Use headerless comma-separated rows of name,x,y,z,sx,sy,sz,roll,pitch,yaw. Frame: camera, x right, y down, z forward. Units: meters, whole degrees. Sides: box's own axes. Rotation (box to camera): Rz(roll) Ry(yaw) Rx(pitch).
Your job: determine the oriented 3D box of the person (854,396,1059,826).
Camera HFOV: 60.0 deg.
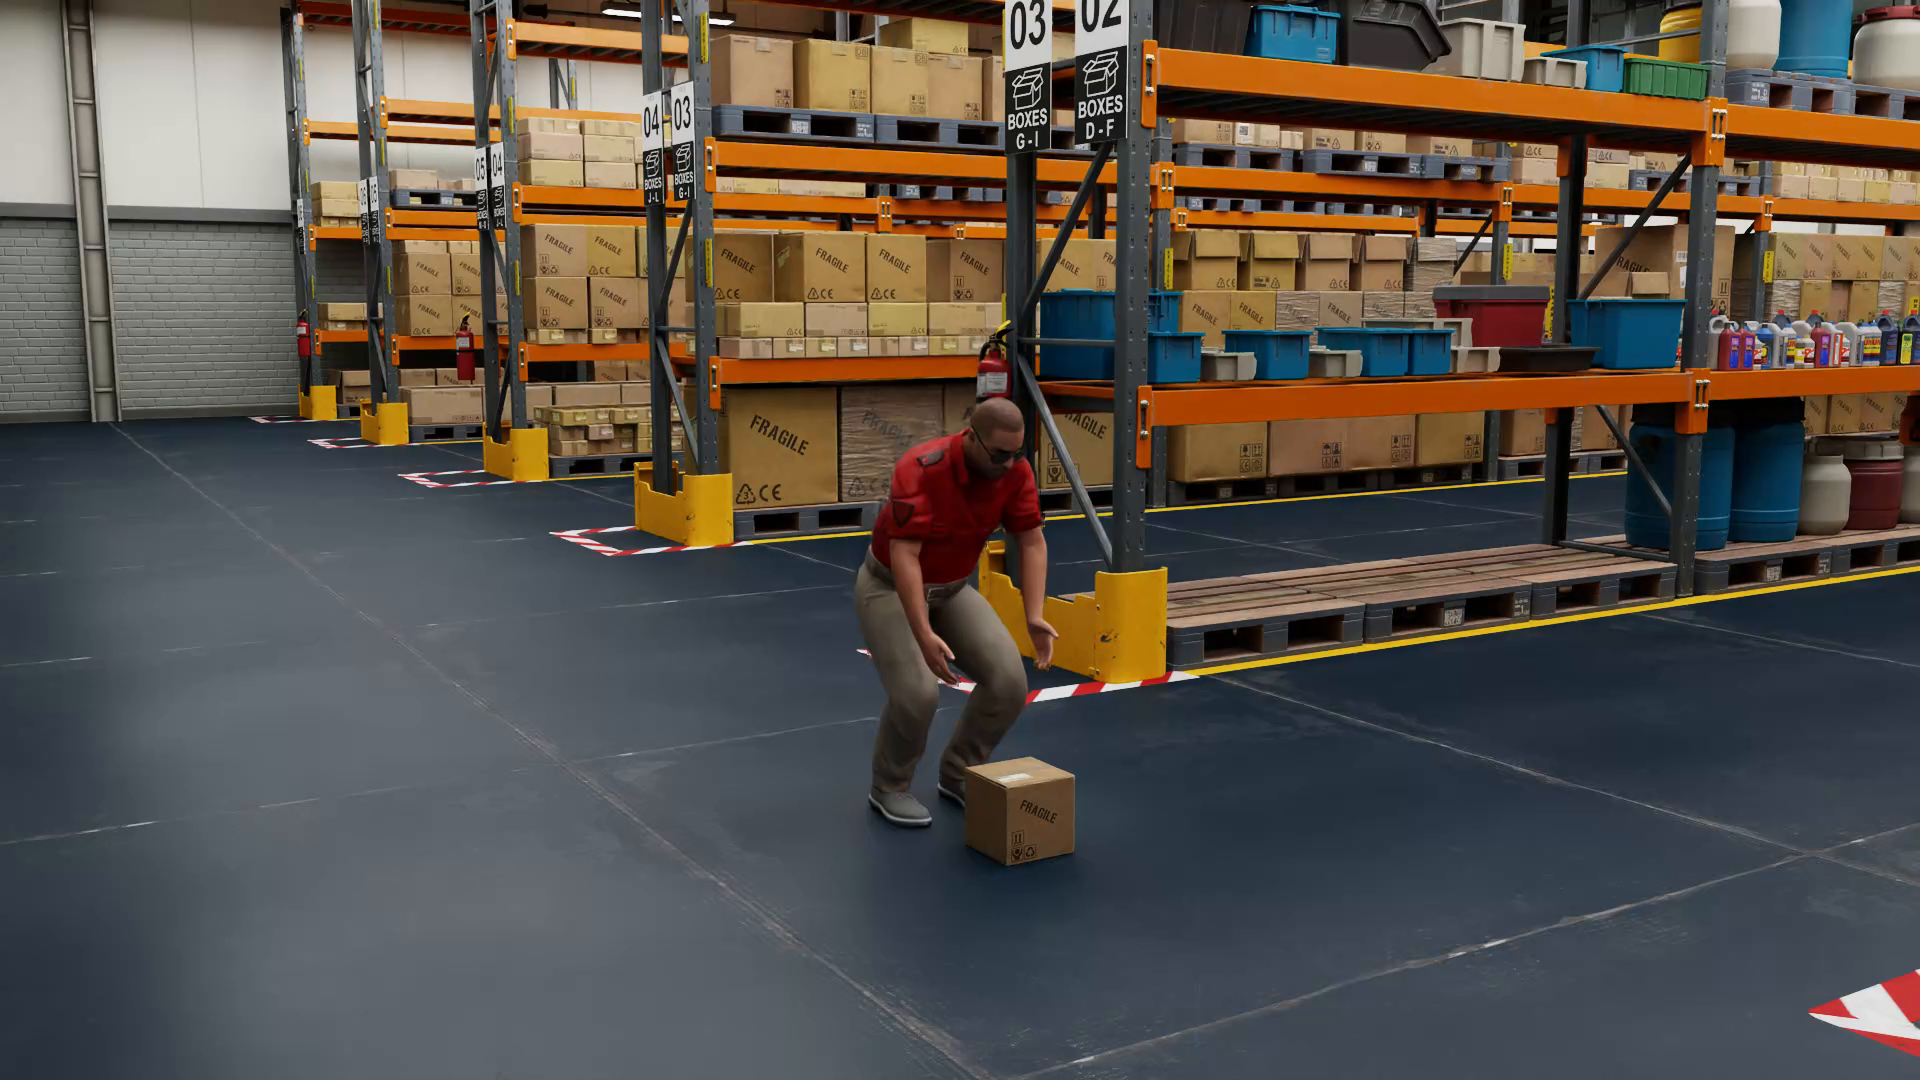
person,-0.020,0.219,5.509,0.590,1.409,0.707,-5,9,-31
